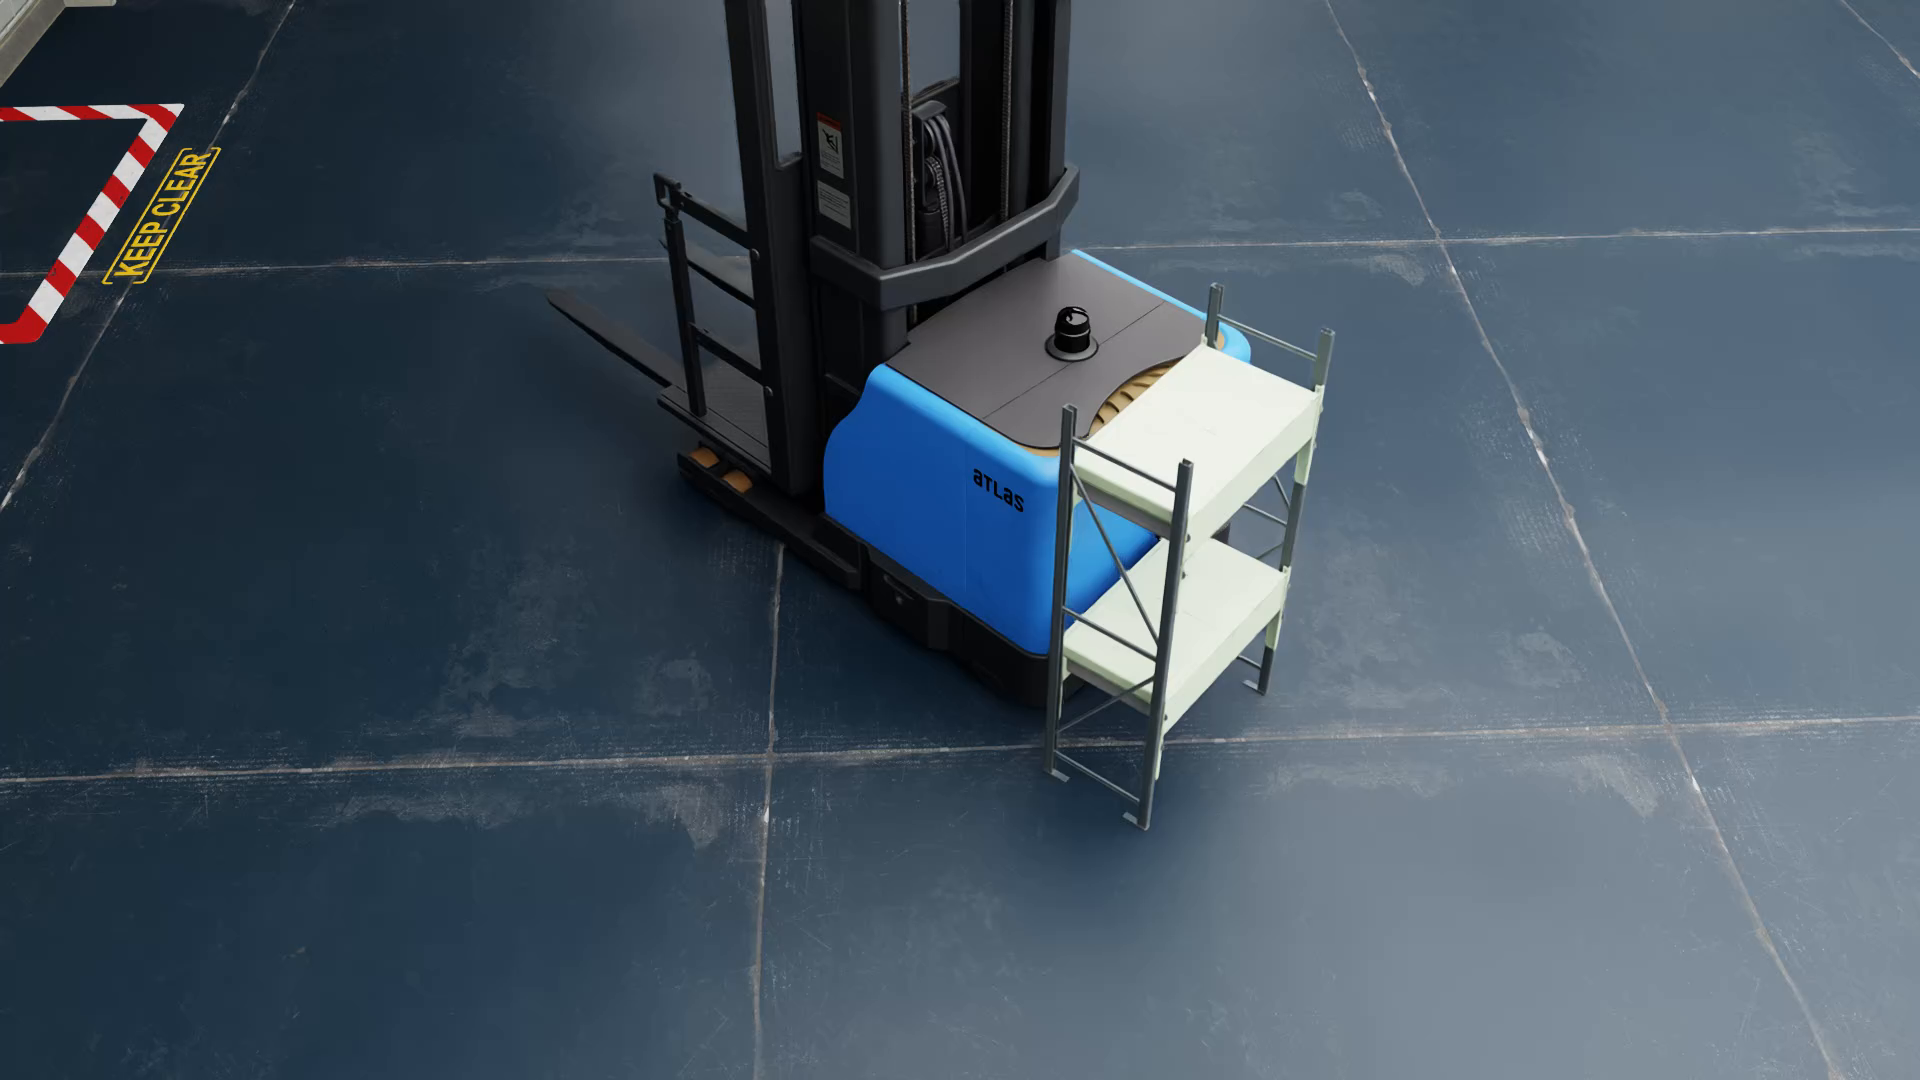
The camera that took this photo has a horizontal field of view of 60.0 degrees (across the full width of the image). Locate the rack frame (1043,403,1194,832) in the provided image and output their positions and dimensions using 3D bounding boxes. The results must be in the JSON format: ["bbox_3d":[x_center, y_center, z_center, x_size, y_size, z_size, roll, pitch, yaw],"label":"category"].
[{"bbox_3d":[0.435,0.277,4.837,0.400,1.500,0.023,28,50,27],"label":"rack frame"}]

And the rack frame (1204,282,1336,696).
[{"bbox_3d":[0.892,-0.110,5.260,0.400,1.500,0.023,28,50,27],"label":"rack frame"}]

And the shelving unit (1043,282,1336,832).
[{"bbox_3d":[0.663,0.084,5.048,0.431,1.500,0.755,28,50,27],"label":"shelving unit"}]

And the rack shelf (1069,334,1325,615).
[{"bbox_3d":[0.663,-0.204,4.785,0.431,0.370,0.720,28,50,27],"label":"rack shelf"}]

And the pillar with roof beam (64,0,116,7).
[{"bbox_3d":[-0.761,-6.662,6.859,9.100,9.000,0.400,-2,43,-2],"label":"pillar with roof beam"}]

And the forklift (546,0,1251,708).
[{"bbox_3d":[-0.445,-1.407,5.615,3.031,2.935,1.130,33,52,31],"label":"forklift"}]

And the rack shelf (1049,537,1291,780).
[{"bbox_3d":[0.663,0.324,5.269,0.431,0.370,0.720,28,50,27],"label":"rack shelf"}]
